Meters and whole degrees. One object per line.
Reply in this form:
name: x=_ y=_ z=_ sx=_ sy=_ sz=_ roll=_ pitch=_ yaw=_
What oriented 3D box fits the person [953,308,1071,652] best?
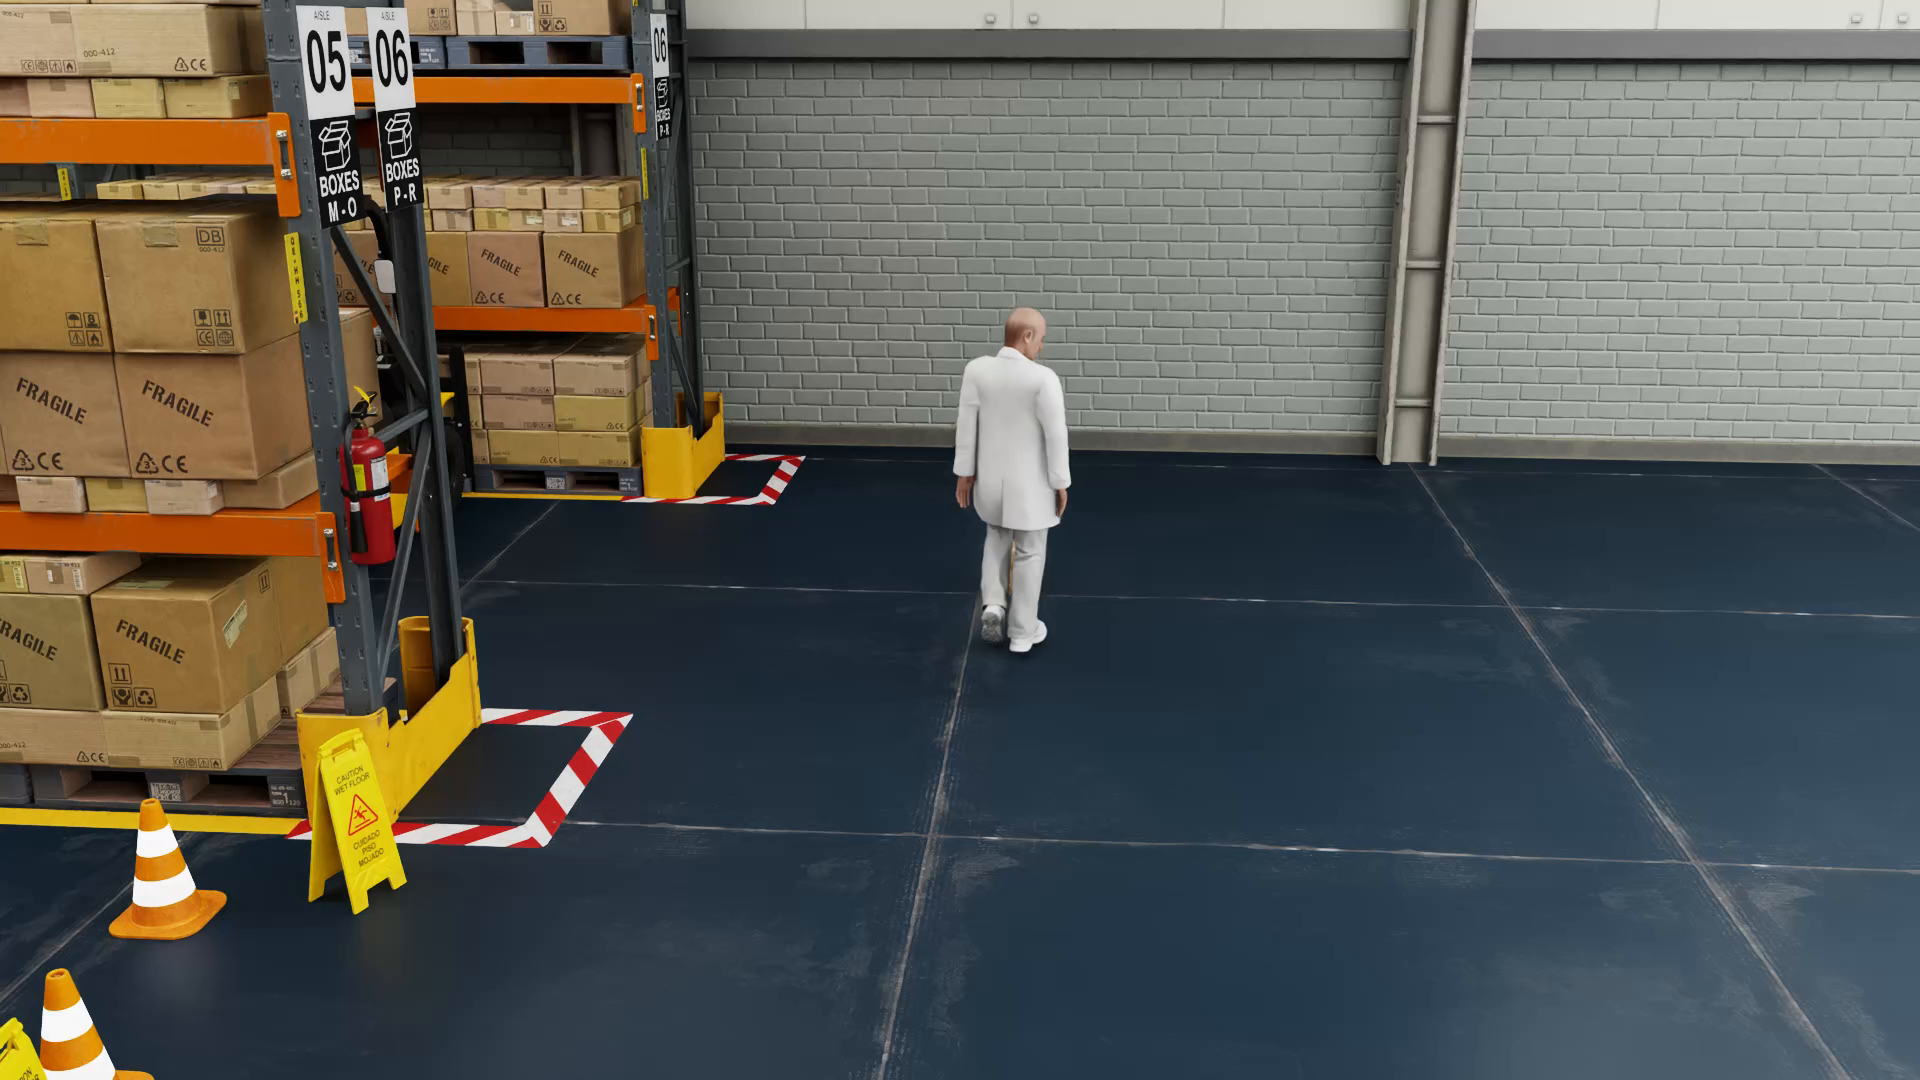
person: x=0.305 y=-0.293 z=8.507 sx=0.616 sy=1.812 sz=0.438 roll=9 pitch=19 yaw=26
